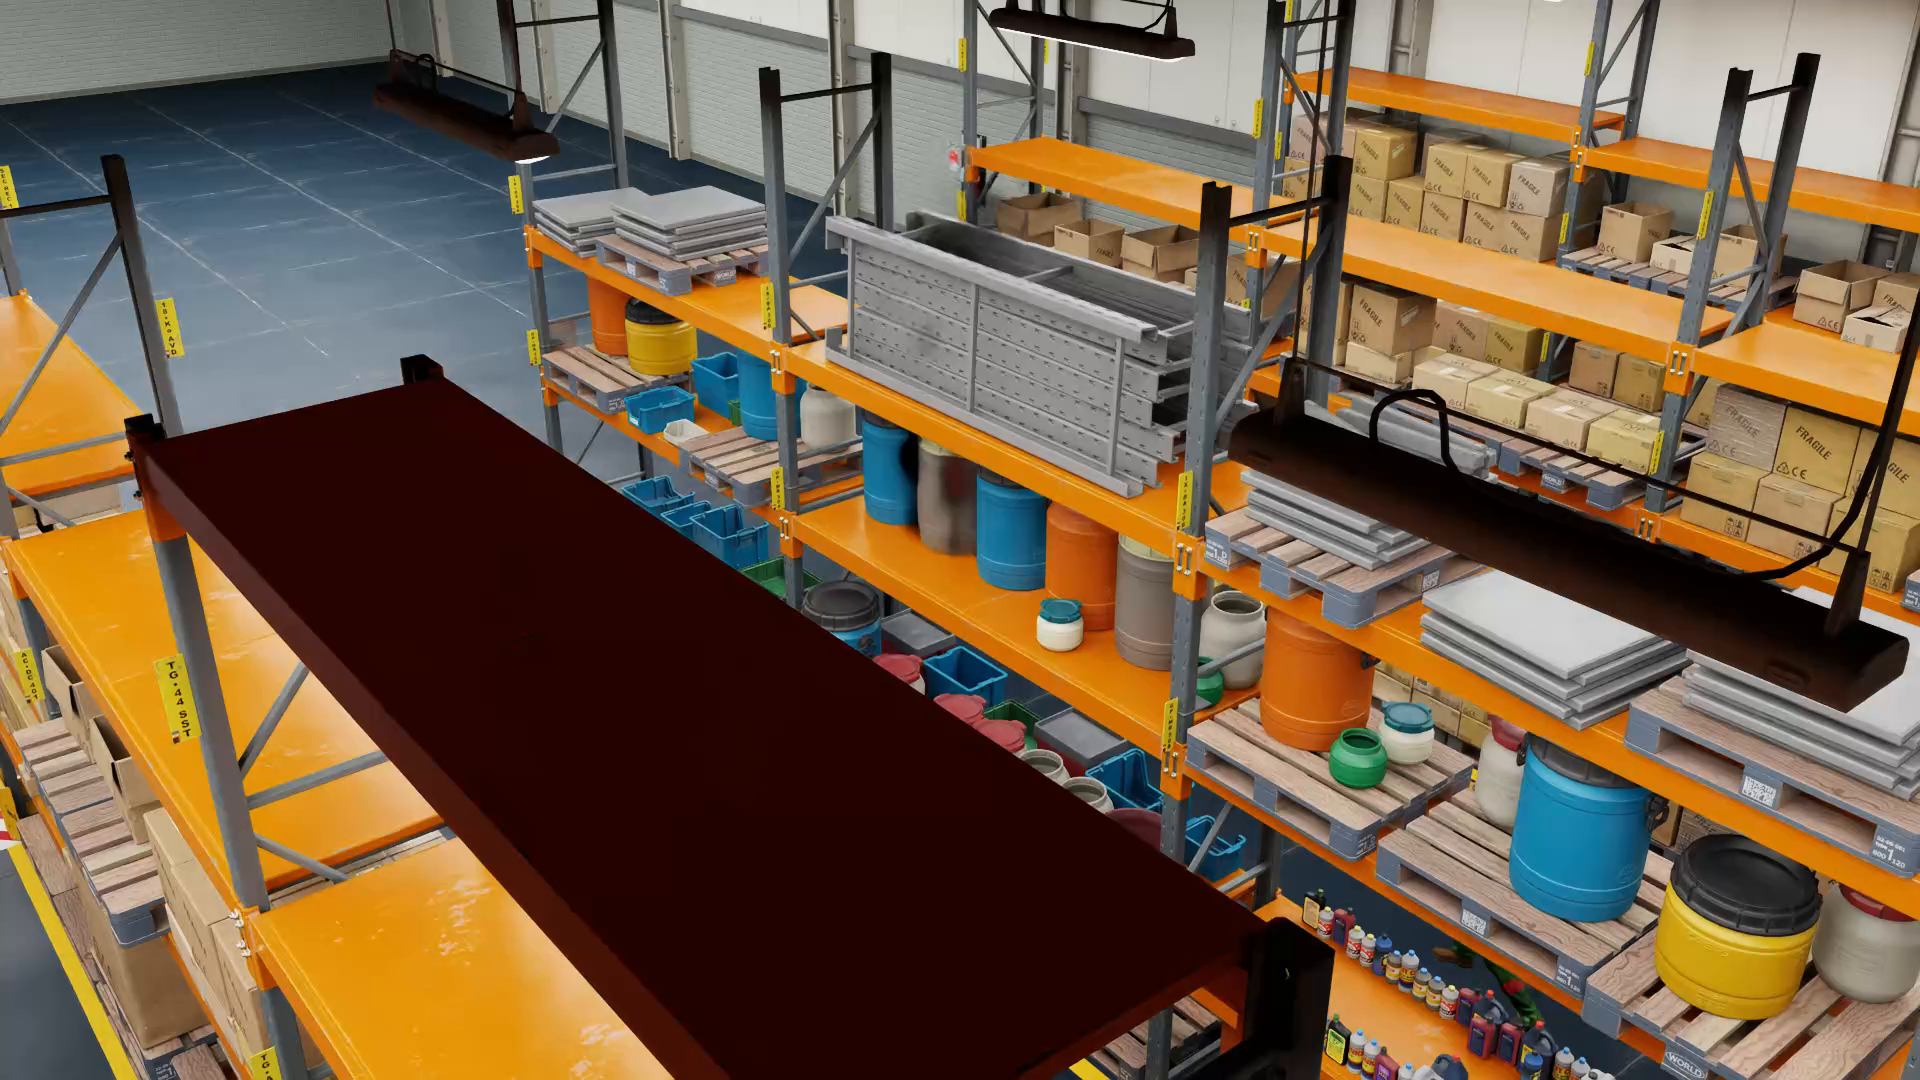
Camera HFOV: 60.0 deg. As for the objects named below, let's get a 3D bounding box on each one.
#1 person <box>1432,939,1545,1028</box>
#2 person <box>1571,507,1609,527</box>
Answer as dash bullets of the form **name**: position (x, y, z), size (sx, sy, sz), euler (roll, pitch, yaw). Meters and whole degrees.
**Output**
- **person**: position (3.647, 2.435, 11.125), size (0.664, 1.743, 0.918), euler (-20, 33, -36)
- **person**: position (5.782, 0.526, 15.237), size (0.663, 1.747, 0.945), euler (-22, 34, -38)
